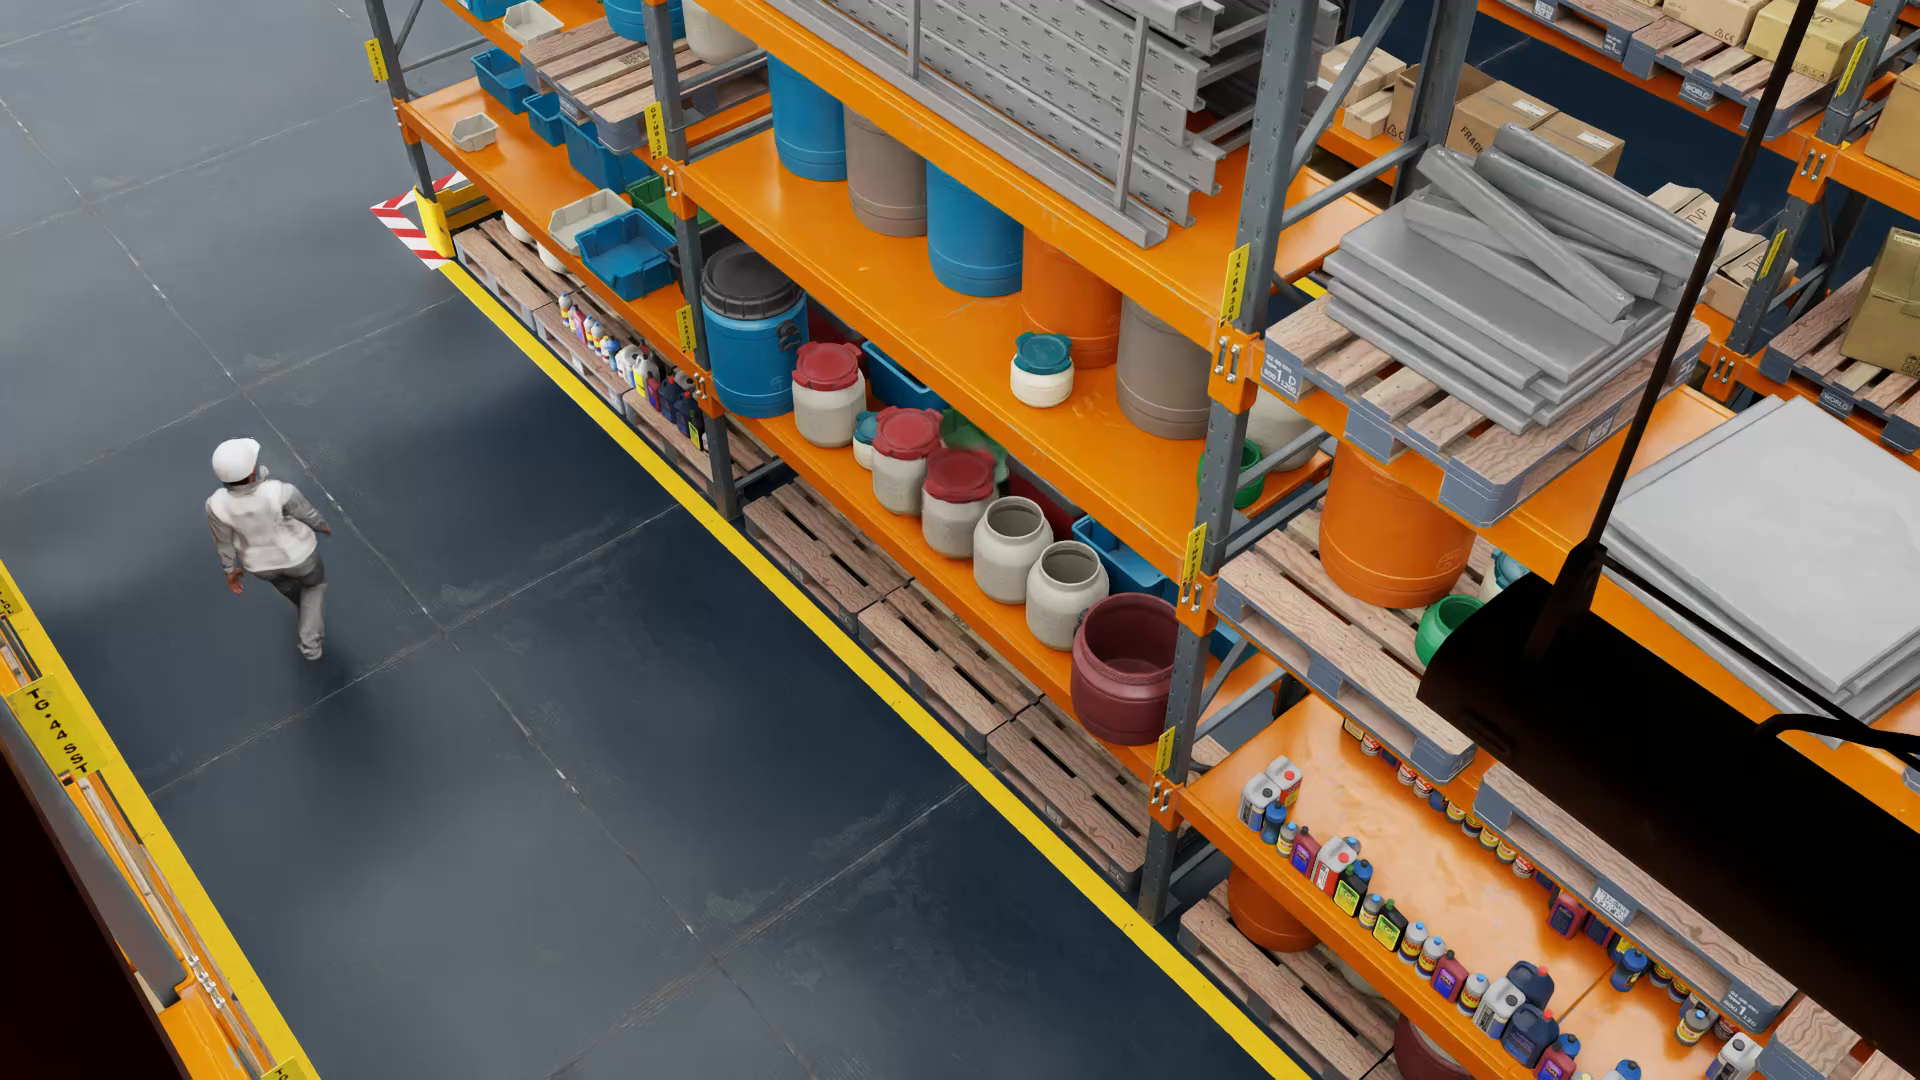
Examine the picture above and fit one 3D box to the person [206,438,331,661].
[{"bbox_3d":[-4.003,-0.024,9.789,0.581,1.712,0.980,-5,47,-5],"label":"person"}]
